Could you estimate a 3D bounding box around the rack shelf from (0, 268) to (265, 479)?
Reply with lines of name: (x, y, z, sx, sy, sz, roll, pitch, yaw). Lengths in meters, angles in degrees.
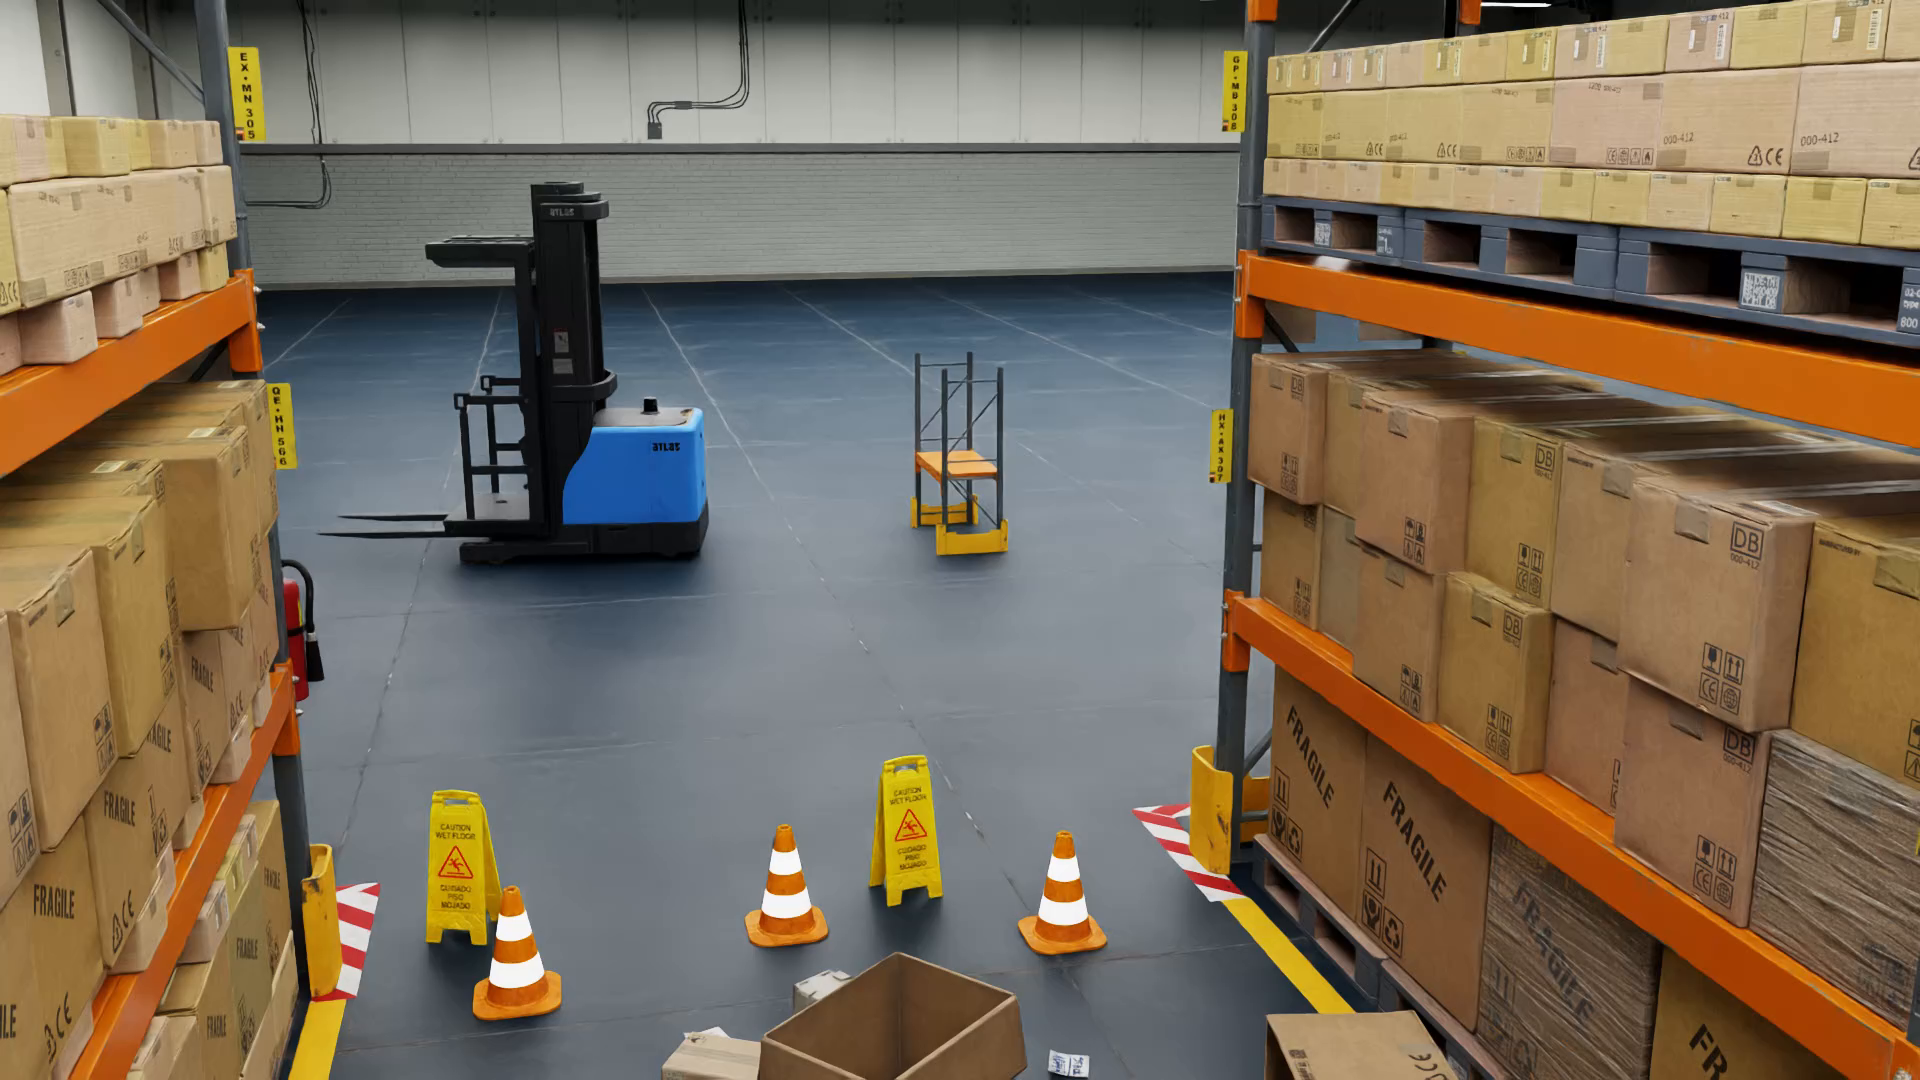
rack shelf: (-2.629, -0.330, 4.154, 1.077, 0.370, 4.000, -3, 14, -13)

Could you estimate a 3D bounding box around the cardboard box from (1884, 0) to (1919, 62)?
cardboard box: (2.233, -1.102, 3.551, 0.380, 0.149, 0.250, -3, 14, -14)

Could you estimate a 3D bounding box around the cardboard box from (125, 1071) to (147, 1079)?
cardboard box: (-2.129, 1.389, 3.882, 0.380, 0.149, 0.250, -3, 14, -11)

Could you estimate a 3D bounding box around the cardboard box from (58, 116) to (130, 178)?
cardboard box: (-2.340, -0.993, 4.200, 0.380, 0.149, 0.250, -3, 14, -12)

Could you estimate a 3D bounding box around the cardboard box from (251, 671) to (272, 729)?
cardboard box: (-2.636, 0.565, 5.825, 0.380, 0.149, 0.250, -3, 14, -14)

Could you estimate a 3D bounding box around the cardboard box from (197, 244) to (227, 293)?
cardboard box: (-2.653, -0.897, 5.487, 0.380, 0.149, 0.250, -3, 14, -13)

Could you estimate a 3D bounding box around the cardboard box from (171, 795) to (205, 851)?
cardboard box: (-2.435, 0.804, 4.847, 0.380, 0.149, 0.250, -3, 14, -14)

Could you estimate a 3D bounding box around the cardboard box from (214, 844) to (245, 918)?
cardboard box: (-2.450, 1.078, 5.157, 0.380, 0.149, 0.250, -3, 14, -12)

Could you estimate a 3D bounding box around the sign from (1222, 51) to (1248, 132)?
sign: (1.148, -1.874, 6.948, 0.100, 0.325, 0.005, -3, 14, -13)

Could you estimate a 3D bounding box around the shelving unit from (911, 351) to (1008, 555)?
shelving unit: (-0.018, -0.746, 13.821, 0.587, 1.500, 1.083, -3, 14, -13)

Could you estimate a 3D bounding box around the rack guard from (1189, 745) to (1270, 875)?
rack guard: (1.683, 1.226, 7.857, 1.175, 0.500, 0.348, -3, 14, -13)

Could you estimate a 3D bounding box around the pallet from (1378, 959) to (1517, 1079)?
pallet: (2.236, 1.832, 5.982, 1.003, 0.211, 1.213, -3, 14, -13)

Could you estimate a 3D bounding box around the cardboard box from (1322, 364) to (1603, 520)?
cardboard box: (1.957, -0.371, 6.535, 0.875, 0.550, 0.550, -3, 14, -13)

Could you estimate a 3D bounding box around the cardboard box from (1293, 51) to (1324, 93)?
cardboard box: (1.516, -1.806, 6.431, 0.380, 0.149, 0.250, -3, 14, -13)

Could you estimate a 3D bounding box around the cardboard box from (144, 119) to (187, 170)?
cardboard box: (-2.631, -1.225, 5.151, 0.380, 0.149, 0.250, -3, 14, -14)

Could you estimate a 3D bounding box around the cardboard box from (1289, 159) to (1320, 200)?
cardboard box: (1.518, -1.415, 6.513, 0.380, 0.149, 0.250, -3, 14, -13)

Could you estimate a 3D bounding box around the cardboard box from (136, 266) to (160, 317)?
cardboard box: (-2.524, -0.717, 4.749, 0.380, 0.149, 0.250, -3, 14, -14)

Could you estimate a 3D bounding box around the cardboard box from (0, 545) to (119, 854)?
cardboard box: (-2.151, 0.327, 3.323, 0.700, 0.500, 0.500, -3, 14, -13)

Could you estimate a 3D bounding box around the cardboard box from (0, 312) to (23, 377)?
cardboard box: (-2.239, -0.419, 3.529, 0.380, 0.149, 0.250, -4, 14, -15)

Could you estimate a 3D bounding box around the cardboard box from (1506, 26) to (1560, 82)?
cardboard box: (1.876, -1.452, 4.985, 0.380, 0.149, 0.250, -3, 14, -12)

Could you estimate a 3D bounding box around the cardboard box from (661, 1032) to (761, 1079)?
cardboard box: (-0.828, 1.891, 5.875, 0.380, 0.149, 0.250, 4, 14, 16)

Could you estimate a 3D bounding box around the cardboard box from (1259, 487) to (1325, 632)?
cardboard box: (1.820, 0.027, 7.180, 0.875, 0.550, 0.550, -3, 14, -13)

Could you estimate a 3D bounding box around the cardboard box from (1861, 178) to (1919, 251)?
cardboard box: (2.232, -0.714, 3.644, 0.380, 0.149, 0.250, -3, 14, -13)

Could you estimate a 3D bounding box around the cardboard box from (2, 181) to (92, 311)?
cardboard box: (-2.232, -0.642, 3.601, 0.500, 0.250, 0.500, -3, 14, -13)

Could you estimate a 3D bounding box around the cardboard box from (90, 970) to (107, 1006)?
cardboard box: (-2.241, 1.037, 3.893, 0.380, 0.149, 0.250, -3, 14, -13)

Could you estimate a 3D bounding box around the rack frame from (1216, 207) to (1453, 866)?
rack frame: (1.689, 0.017, 7.538, 1.000, 3.000, 0.127, -3, 14, -13)

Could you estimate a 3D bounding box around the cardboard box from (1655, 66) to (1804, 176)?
cardboard box: (2.145, -1.058, 4.210, 0.500, 0.250, 0.500, -3, 14, -13)

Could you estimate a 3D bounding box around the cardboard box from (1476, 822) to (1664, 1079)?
cardboard box: (2.333, 1.411, 5.423, 0.875, 0.875, 0.875, -3, 14, -13)

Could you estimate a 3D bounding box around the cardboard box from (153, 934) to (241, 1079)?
cardboard box: (-2.420, 1.491, 4.834, 0.500, 0.500, 0.500, -4, 14, -15)

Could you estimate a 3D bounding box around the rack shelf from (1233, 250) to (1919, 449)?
rack shelf: (2.159, -0.629, 5.379, 1.077, 0.370, 4.000, -3, 14, -13)

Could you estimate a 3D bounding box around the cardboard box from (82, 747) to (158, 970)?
cardboard box: (-2.238, 0.698, 3.914, 0.500, 0.500, 0.500, -3, 14, -14)

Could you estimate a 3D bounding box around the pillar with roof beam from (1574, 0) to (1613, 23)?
pillar with roof beam: (10.753, -10.546, 38.134, 9.100, 9.000, 0.548, -3, 14, -13)

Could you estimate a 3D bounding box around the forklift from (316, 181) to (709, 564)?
forklift: (-3.621, -1.361, 13.323, 3.031, 2.935, 1.130, -1, 14, -4)

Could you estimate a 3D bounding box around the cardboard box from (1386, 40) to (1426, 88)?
cardboard box: (1.696, -1.629, 5.708, 0.380, 0.149, 0.250, -4, 14, -14)

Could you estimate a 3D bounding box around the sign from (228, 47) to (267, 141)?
sign: (-2.555, -1.598, 5.960, 0.100, 0.325, 0.005, -3, 14, -13)

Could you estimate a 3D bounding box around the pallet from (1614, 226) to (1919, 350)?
pallet: (2.446, -0.664, 4.190, 1.003, 0.211, 1.213, -3, 14, -13)

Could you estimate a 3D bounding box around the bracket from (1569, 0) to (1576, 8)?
bracket: (14.495, -12.611, 39.000, 0.235, 0.232, 0.430, -3, 14, -13)

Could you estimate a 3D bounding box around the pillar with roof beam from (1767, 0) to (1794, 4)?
pillar with roof beam: (12.162, -9.162, 32.469, 9.100, 9.000, 0.400, -3, 14, -13)

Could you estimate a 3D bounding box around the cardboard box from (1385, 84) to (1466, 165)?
cardboard box: (1.792, -1.406, 5.633, 0.500, 0.250, 0.500, -3, 14, -14)

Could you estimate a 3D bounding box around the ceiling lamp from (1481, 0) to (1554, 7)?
ceiling lamp: (11.024, -12.454, 33.643, 2.000, 3.185, 0.800, -3, 14, -13)

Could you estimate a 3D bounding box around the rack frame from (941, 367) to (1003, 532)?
rack frame: (0.099, -0.631, 13.350, 0.500, 1.500, 0.032, -3, 14, -13)

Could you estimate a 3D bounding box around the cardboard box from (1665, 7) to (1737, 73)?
cardboard box: (2.057, -1.276, 4.263, 0.380, 0.149, 0.250, -3, 14, -12)

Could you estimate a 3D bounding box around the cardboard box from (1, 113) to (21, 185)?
cardboard box: (-2.202, -0.811, 3.454, 0.380, 0.149, 0.250, -4, 14, -15)

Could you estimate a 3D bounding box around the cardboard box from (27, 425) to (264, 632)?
cardboard box: (-2.435, -0.028, 4.777, 0.700, 0.500, 0.500, -3, 14, -14)

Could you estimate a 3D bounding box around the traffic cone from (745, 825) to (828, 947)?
traffic cone: (-0.745, 1.435, 7.077, 0.336, 0.463, 0.334, -3, 14, -13)

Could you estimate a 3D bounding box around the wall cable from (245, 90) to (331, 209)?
wall cable: (-15.088, -8.276, 35.382, 3.097, 2.526, 0.112, -3, 14, -13)

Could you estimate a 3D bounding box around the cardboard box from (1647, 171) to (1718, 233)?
cardboard box: (2.051, -0.891, 4.367, 0.380, 0.149, 0.250, -3, 14, -13)

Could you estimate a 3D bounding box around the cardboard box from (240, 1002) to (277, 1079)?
cardboard box: (-2.534, 1.739, 5.397, 0.500, 0.250, 0.500, -3, 14, -13)

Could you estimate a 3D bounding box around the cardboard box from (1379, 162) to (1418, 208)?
cardboard box: (1.695, -1.241, 5.800, 0.380, 0.149, 0.250, -3, 14, -13)

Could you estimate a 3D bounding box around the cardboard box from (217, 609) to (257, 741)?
cardboard box: (-2.591, 0.349, 5.343, 0.500, 0.500, 0.500, -3, 14, -13)

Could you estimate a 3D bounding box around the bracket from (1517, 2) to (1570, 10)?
bracket: (14.077, -13.021, 40.680, 0.076, 0.066, 3.189, -3, 14, -13)

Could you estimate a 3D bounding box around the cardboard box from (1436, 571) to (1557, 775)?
cardboard box: (2.145, 0.409, 5.617, 0.875, 0.550, 0.500, -3, 14, -13)

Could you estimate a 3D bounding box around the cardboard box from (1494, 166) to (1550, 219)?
cardboard box: (1.873, -1.066, 5.085, 0.380, 0.149, 0.250, -3, 14, -13)

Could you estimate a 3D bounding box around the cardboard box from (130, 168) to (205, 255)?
cardboard box: (-2.613, -0.993, 5.040, 0.500, 0.250, 0.500, -3, 14, -14)

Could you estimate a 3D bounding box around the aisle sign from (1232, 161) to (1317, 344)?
aisle sign: (1.381, -1.246, 7.228, 0.394, 0.787, 0.004, -3, 14, -13)

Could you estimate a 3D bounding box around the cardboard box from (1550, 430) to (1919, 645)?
cardboard box: (2.340, 0.002, 5.005, 0.875, 0.550, 0.550, -3, 14, -13)

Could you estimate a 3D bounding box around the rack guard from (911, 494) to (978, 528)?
rack guard: (-0.135, -0.254, 14.440, 0.587, 0.250, 0.087, -3, 14, -13)

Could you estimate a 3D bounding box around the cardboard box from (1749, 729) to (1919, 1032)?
cardboard box: (2.530, 0.782, 4.089, 0.875, 0.550, 0.550, -3, 14, -13)
